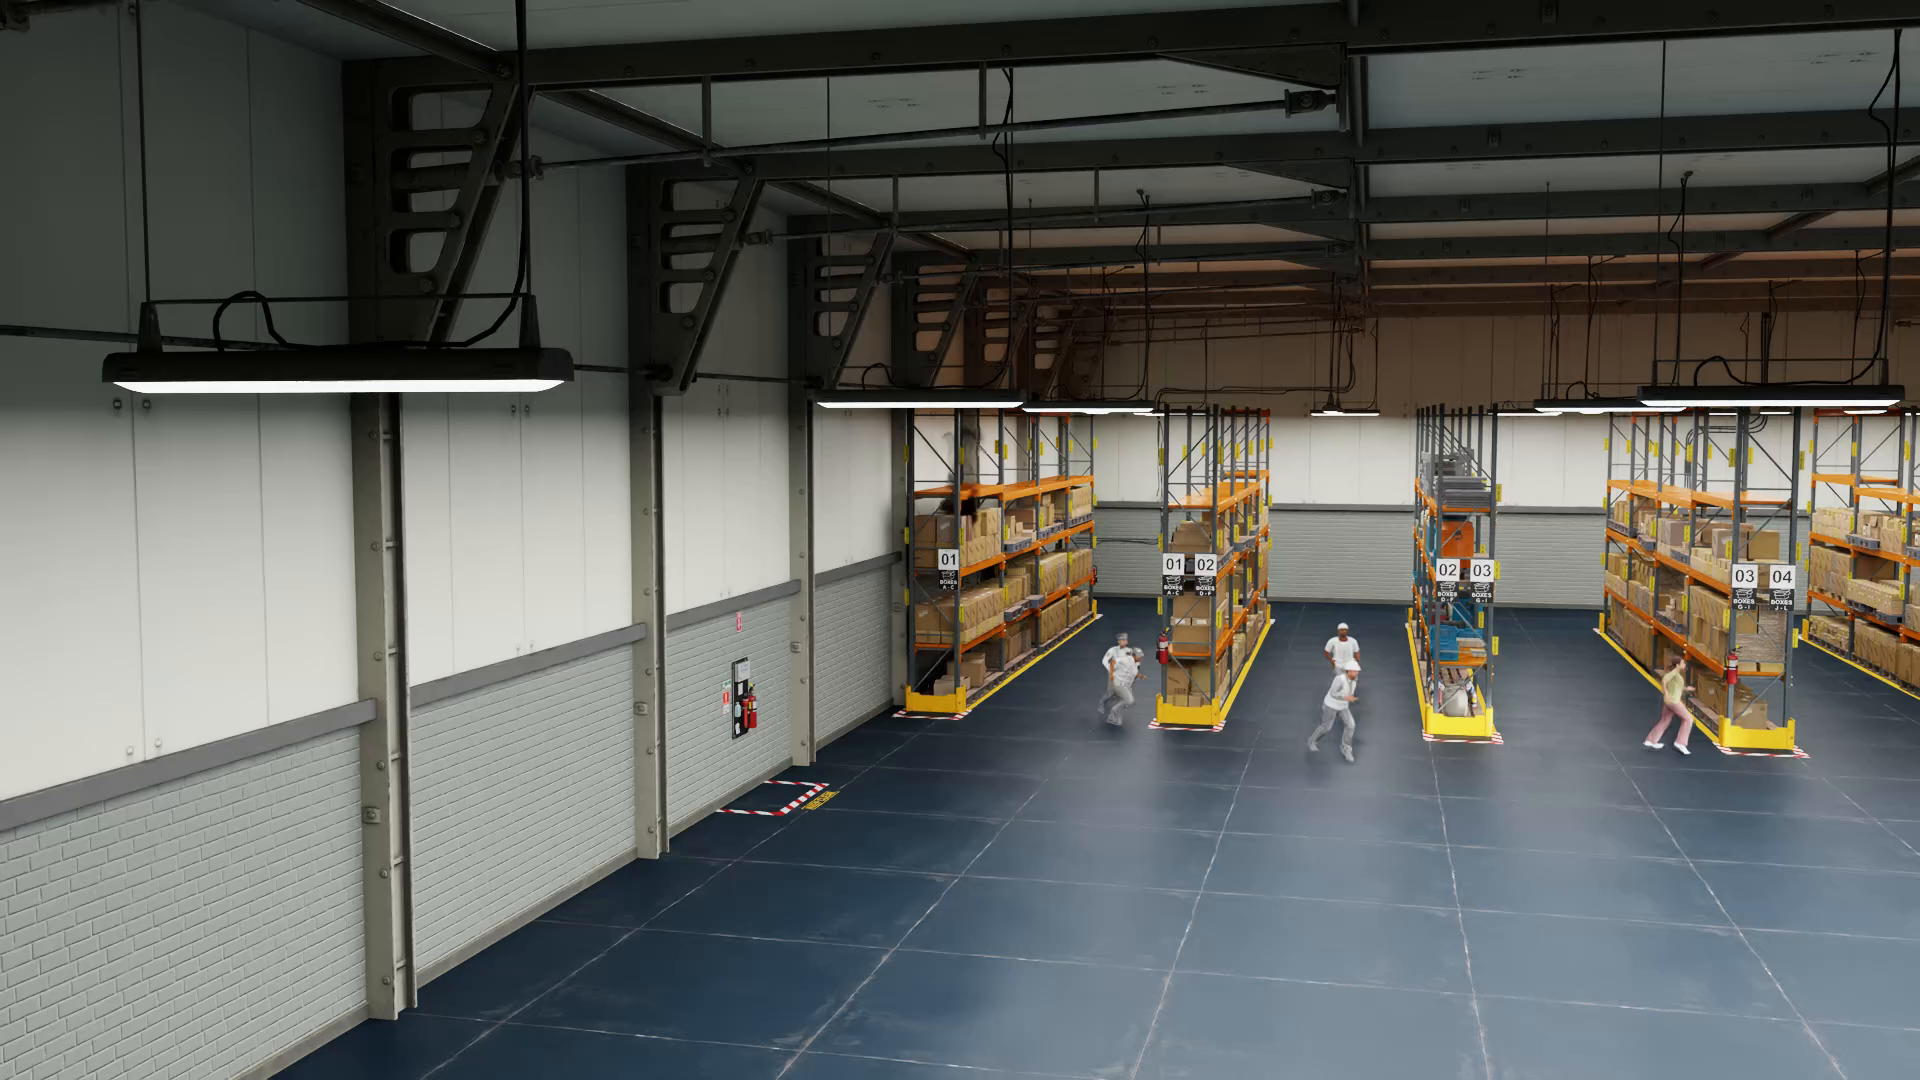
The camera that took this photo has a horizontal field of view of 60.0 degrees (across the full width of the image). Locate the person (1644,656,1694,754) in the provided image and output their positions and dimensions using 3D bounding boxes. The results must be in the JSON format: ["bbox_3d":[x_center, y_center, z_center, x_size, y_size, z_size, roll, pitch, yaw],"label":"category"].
[{"bbox_3d":[12.202,2.829,28.554,0.808,1.688,0.556,1,4,17],"label":"person"}]

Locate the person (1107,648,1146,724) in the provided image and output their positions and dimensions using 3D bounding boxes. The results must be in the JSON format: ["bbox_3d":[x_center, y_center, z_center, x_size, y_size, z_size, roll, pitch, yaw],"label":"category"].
[{"bbox_3d":[3.057,2.726,30.923,0.857,1.497,0.637,4,6,41],"label":"person"}]

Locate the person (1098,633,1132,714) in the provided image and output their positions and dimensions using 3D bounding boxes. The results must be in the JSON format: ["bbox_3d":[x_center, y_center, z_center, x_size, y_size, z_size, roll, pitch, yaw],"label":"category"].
[{"bbox_3d":[3.042,2.589,31.752,0.682,1.655,0.730,-1,4,-10],"label":"person"}]

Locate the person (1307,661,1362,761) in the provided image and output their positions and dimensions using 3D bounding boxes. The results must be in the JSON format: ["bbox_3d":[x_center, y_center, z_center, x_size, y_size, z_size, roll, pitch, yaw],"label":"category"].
[{"bbox_3d":[6.343,2.862,28.124,0.700,1.733,1.028,-4,6,-43],"label":"person"}]

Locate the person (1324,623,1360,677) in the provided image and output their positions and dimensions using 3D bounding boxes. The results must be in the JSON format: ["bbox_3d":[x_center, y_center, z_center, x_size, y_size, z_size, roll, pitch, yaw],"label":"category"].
[{"bbox_3d":[7.512,2.492,32.686,0.702,1.723,0.561,0,4,4],"label":"person"}]
